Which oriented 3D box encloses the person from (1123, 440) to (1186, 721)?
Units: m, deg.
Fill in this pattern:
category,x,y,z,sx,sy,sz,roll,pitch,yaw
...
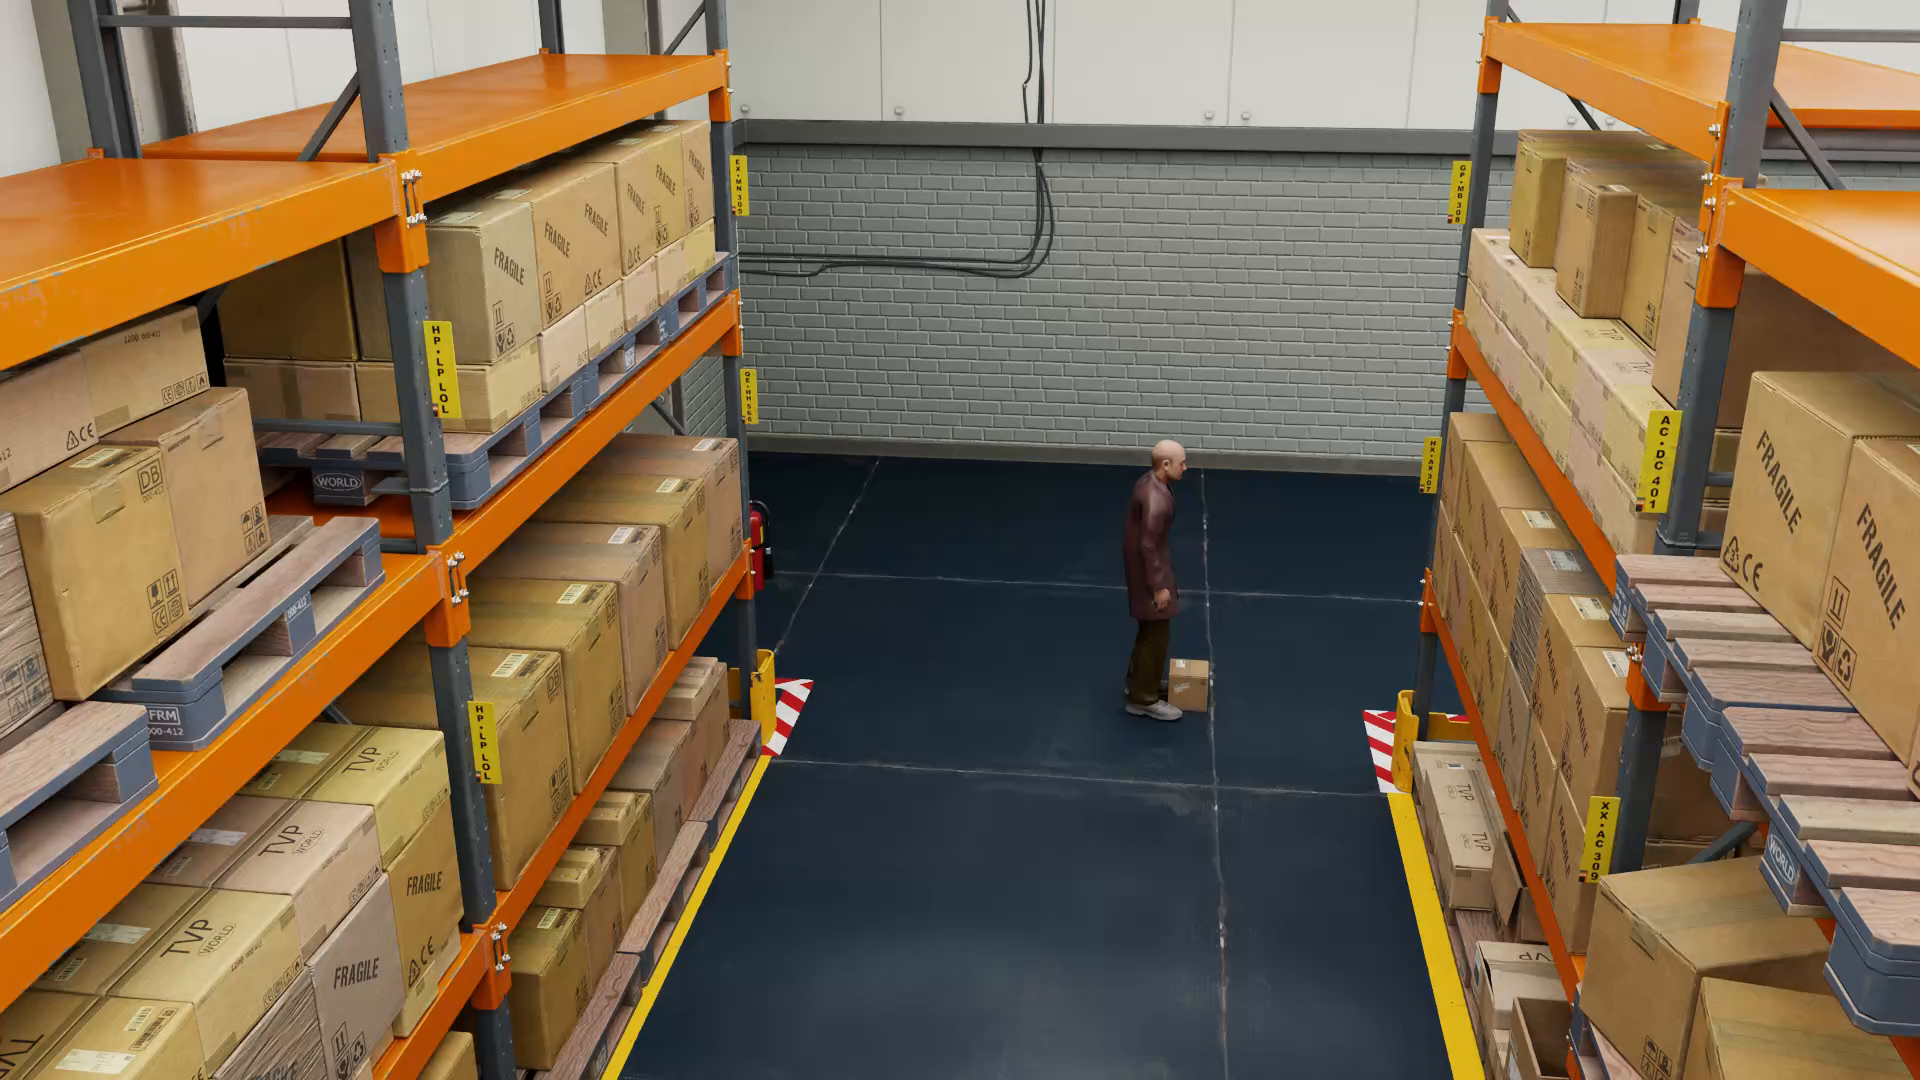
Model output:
category,x,y,z,sx,sy,sz,roll,pitch,yaw
person,1.235,0.223,10.516,0.425,1.774,0.644,3,21,7
